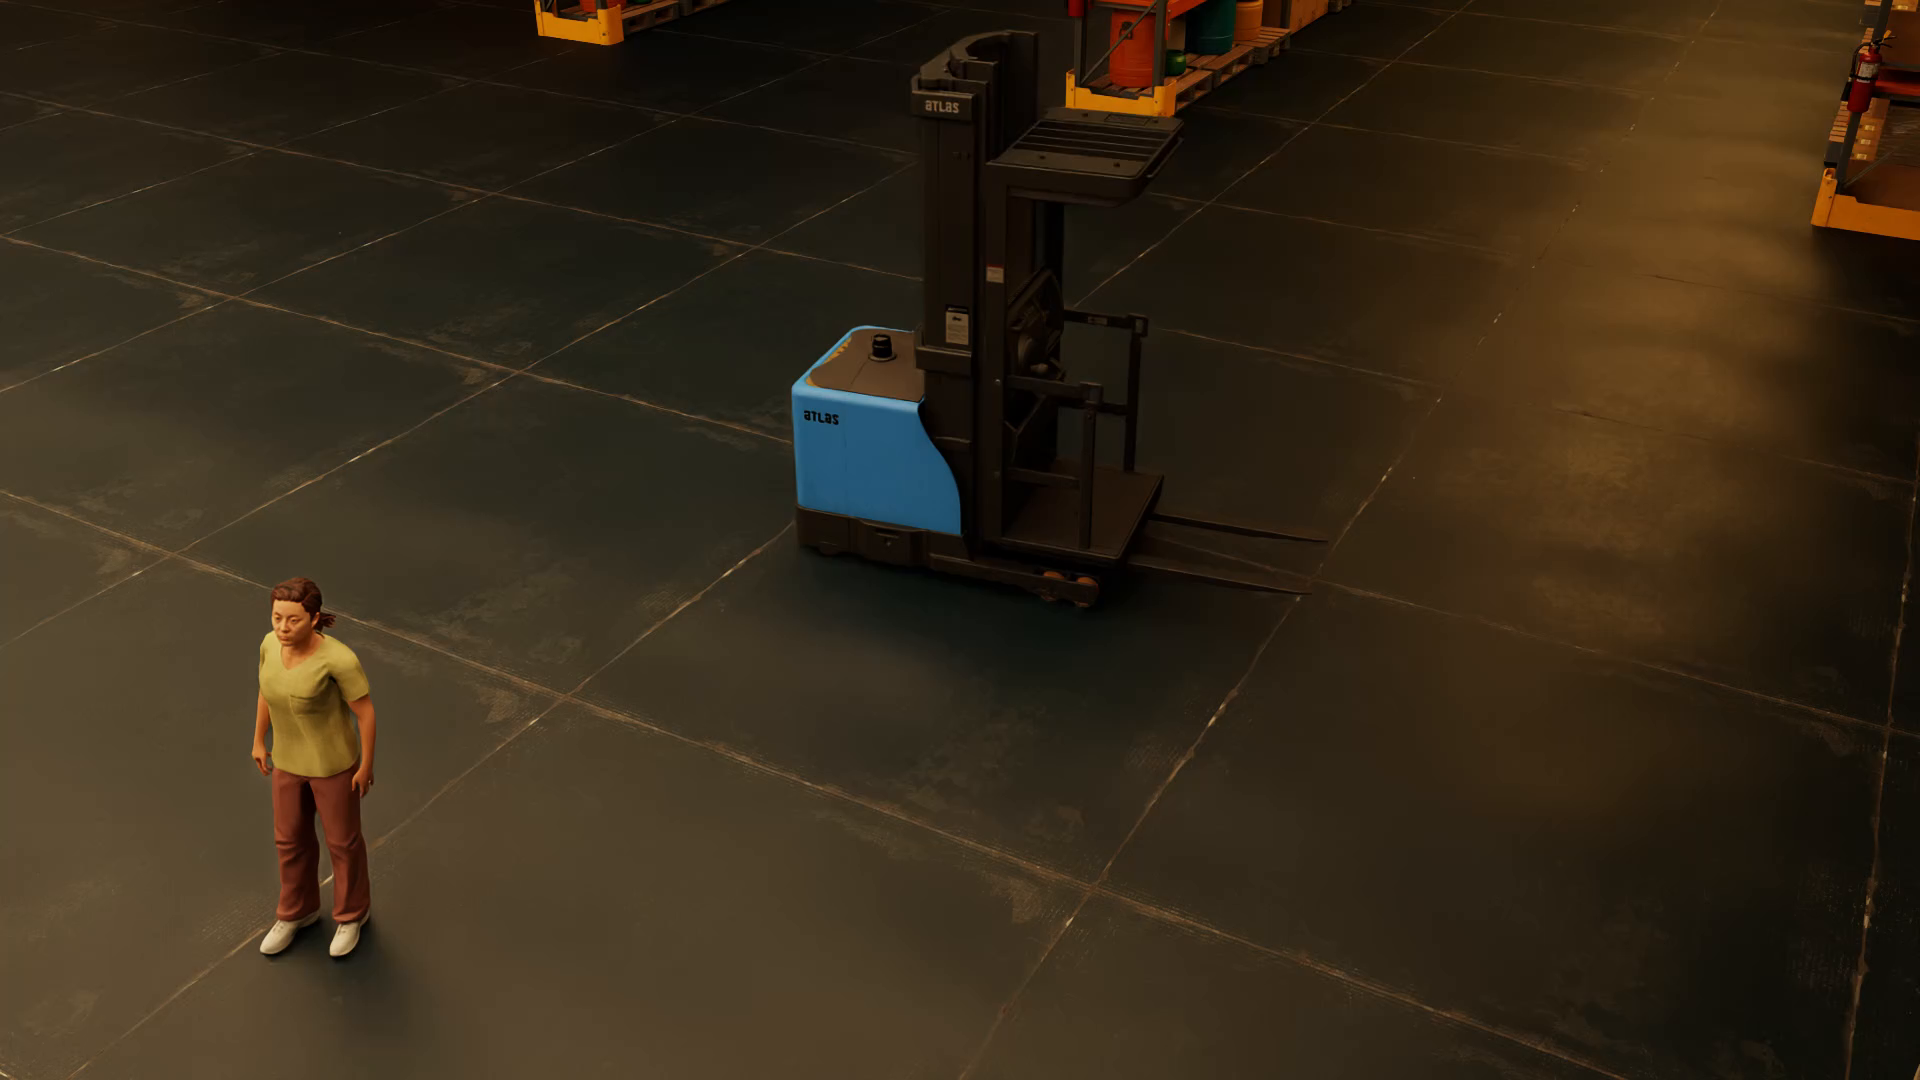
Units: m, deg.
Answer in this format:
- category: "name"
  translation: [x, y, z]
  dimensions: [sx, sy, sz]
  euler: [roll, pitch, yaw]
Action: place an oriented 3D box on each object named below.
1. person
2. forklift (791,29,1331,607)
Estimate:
- category: "person"
  translation: [-2.627, 0.933, 6.708]
  dimensions: [0.537, 1.681, 0.524]
  euler: [8, 31, 14]
- category: "forklift"
  translation: [0.601, -1.191, 9.135]
  dimensions: [3.031, 2.935, 1.130]
  euler: [10, 31, 17]
